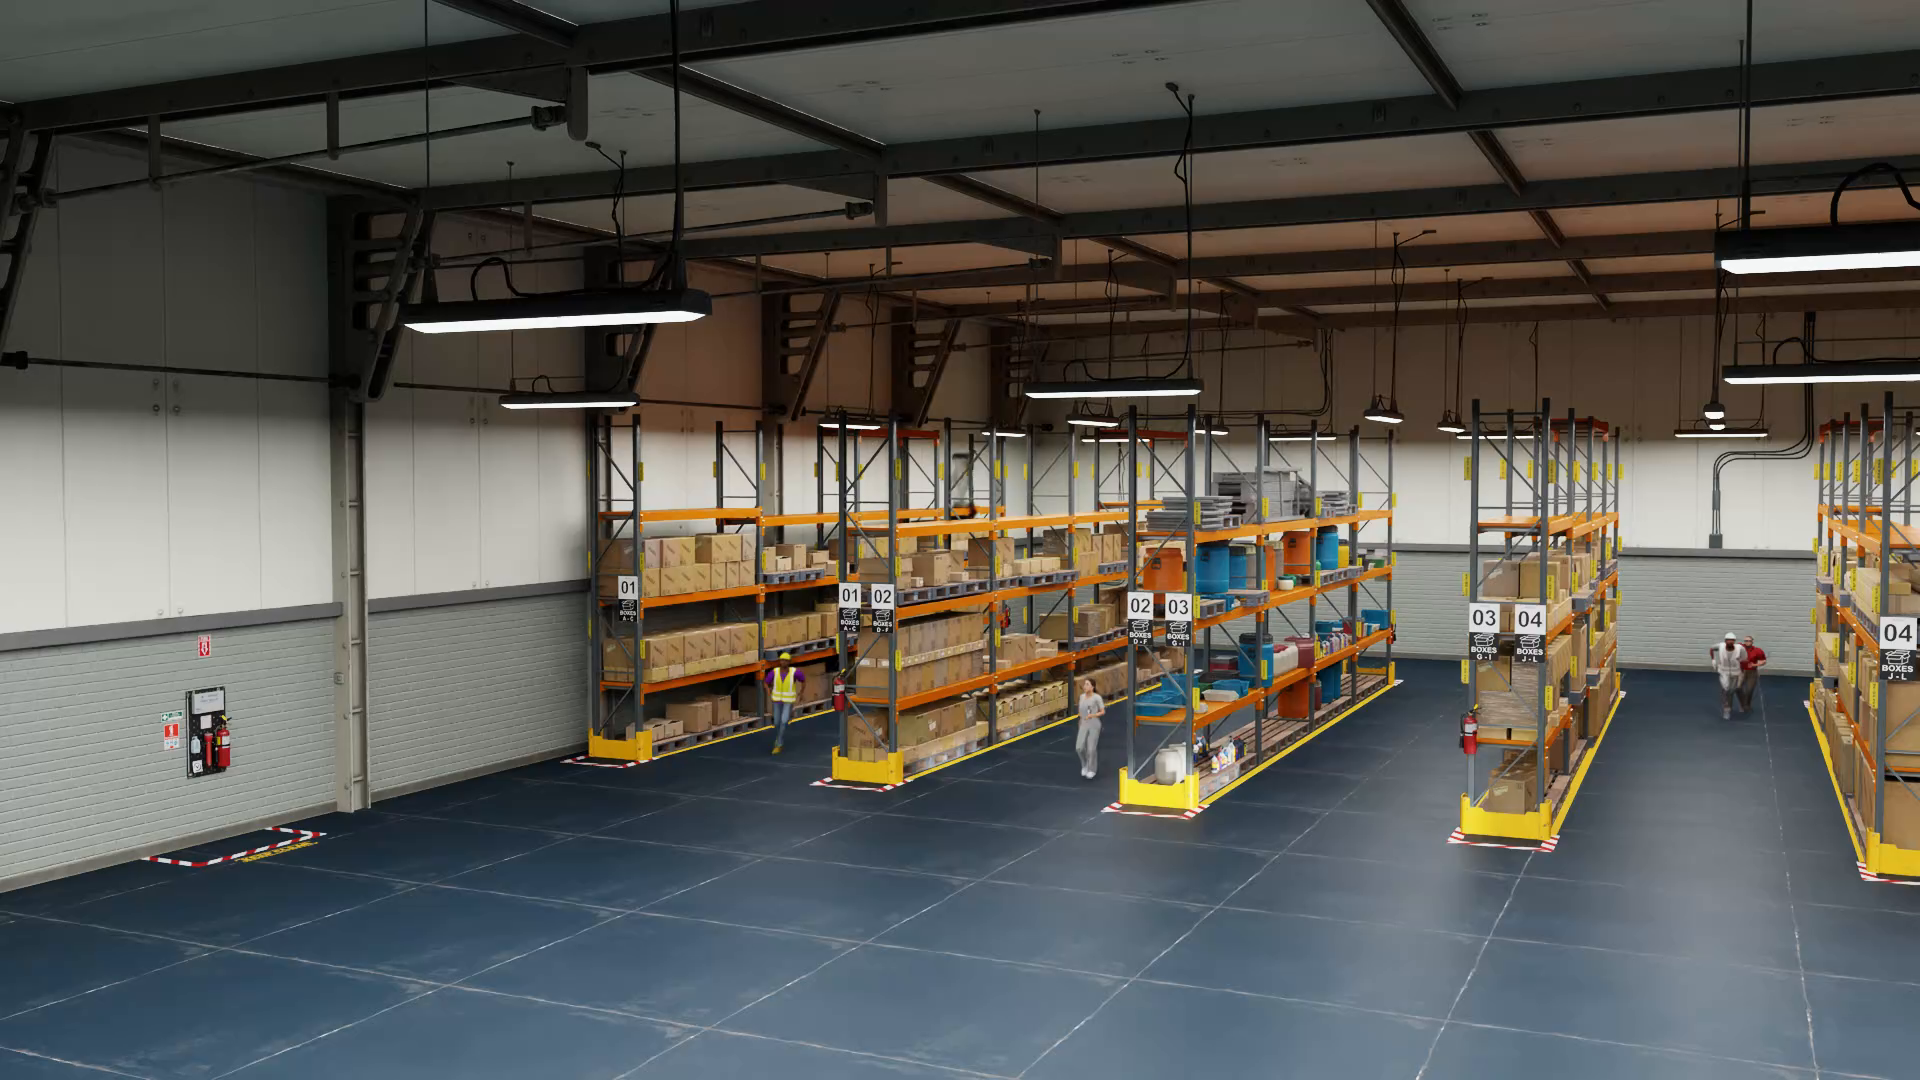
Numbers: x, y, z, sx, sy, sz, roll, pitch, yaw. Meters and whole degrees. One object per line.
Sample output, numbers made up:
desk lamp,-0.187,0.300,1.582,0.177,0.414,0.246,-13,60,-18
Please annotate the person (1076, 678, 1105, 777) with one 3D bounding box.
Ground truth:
person,2.097,3.061,27.038,0.547,1.637,0.601,1,3,31

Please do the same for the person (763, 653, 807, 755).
person,-3.153,2.892,29.655,0.742,1.763,0.988,0,2,8

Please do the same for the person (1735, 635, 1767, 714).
person,16.379,2.801,34.514,0.698,1.692,0.861,2,3,37

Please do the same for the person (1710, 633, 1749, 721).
person,15.599,2.747,33.740,0.672,1.779,0.970,1,2,14
